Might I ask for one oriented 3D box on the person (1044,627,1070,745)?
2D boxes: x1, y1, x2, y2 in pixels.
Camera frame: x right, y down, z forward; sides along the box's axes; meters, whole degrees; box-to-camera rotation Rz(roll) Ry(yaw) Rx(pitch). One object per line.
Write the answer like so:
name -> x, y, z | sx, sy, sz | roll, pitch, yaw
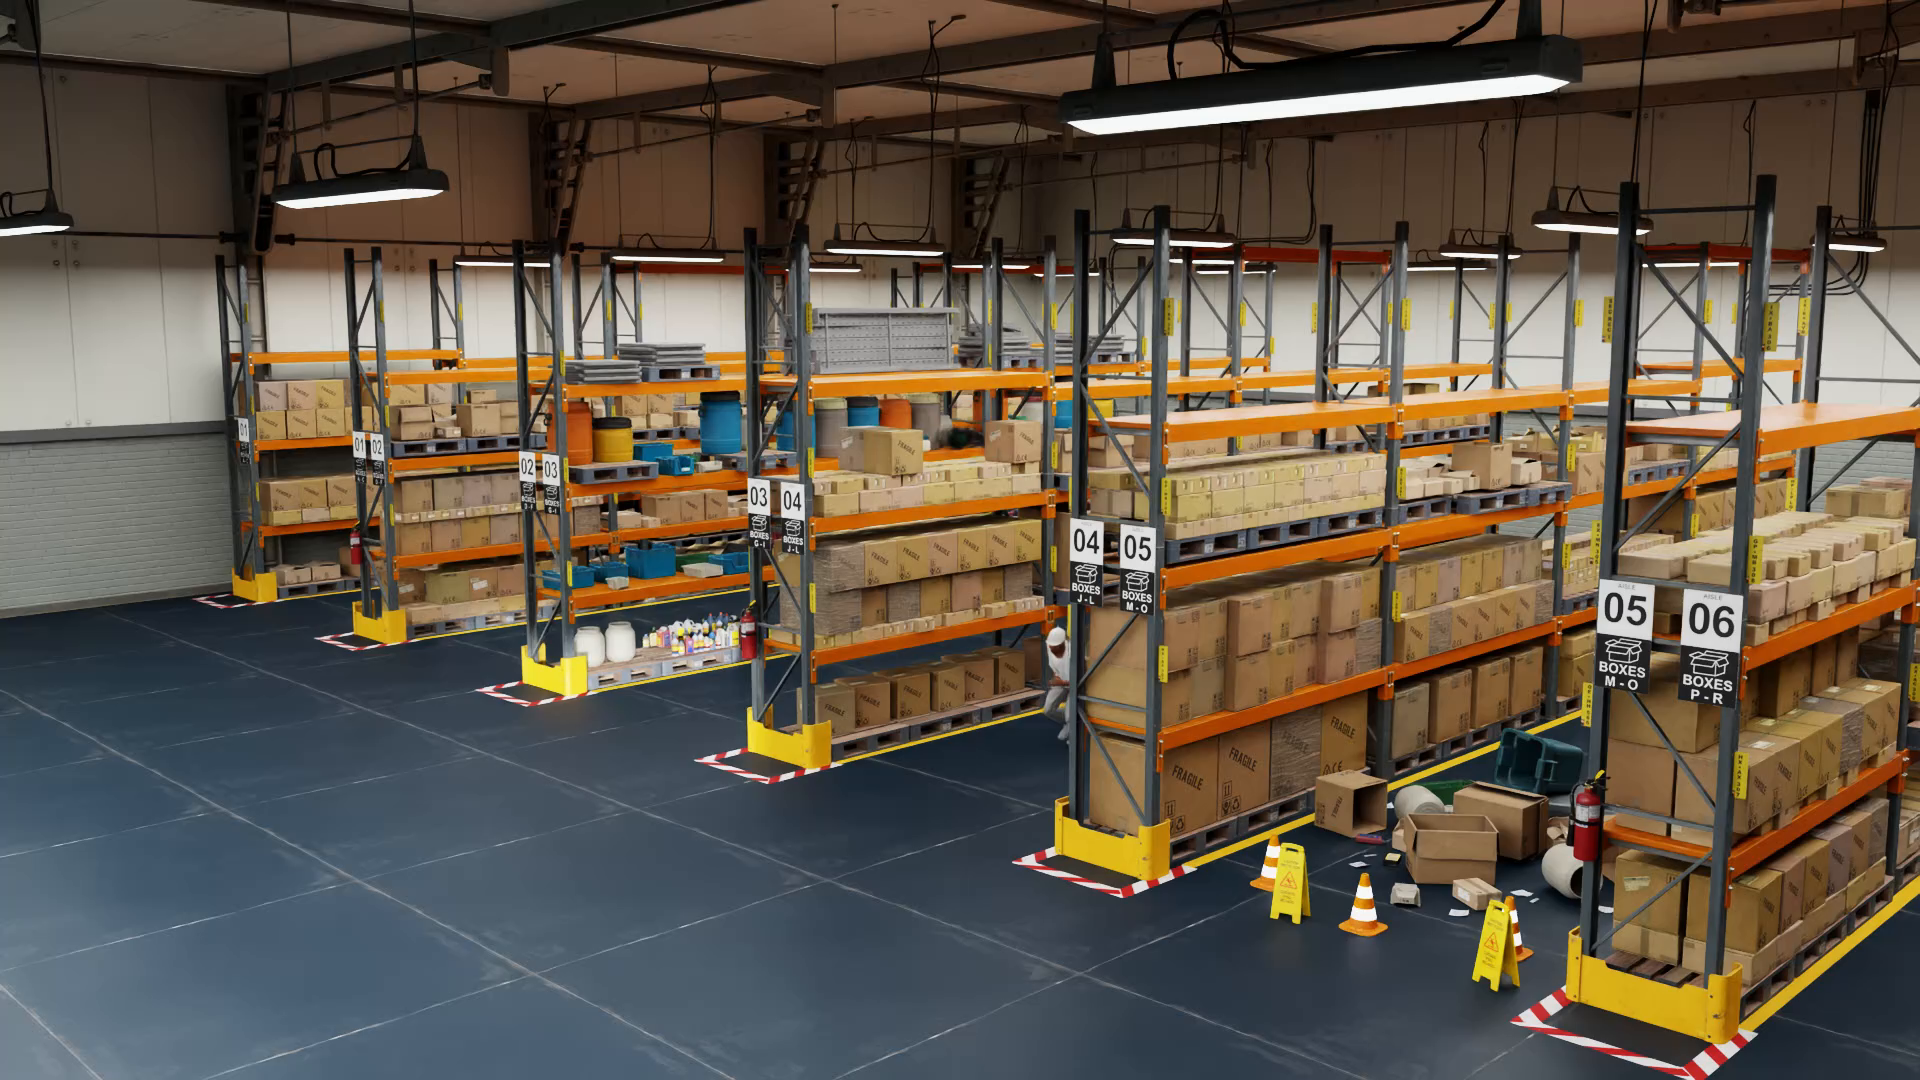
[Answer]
person -> 1.222, 1.694, 19.192 | 0.729, 1.509, 1.011 | 7, 11, 40
